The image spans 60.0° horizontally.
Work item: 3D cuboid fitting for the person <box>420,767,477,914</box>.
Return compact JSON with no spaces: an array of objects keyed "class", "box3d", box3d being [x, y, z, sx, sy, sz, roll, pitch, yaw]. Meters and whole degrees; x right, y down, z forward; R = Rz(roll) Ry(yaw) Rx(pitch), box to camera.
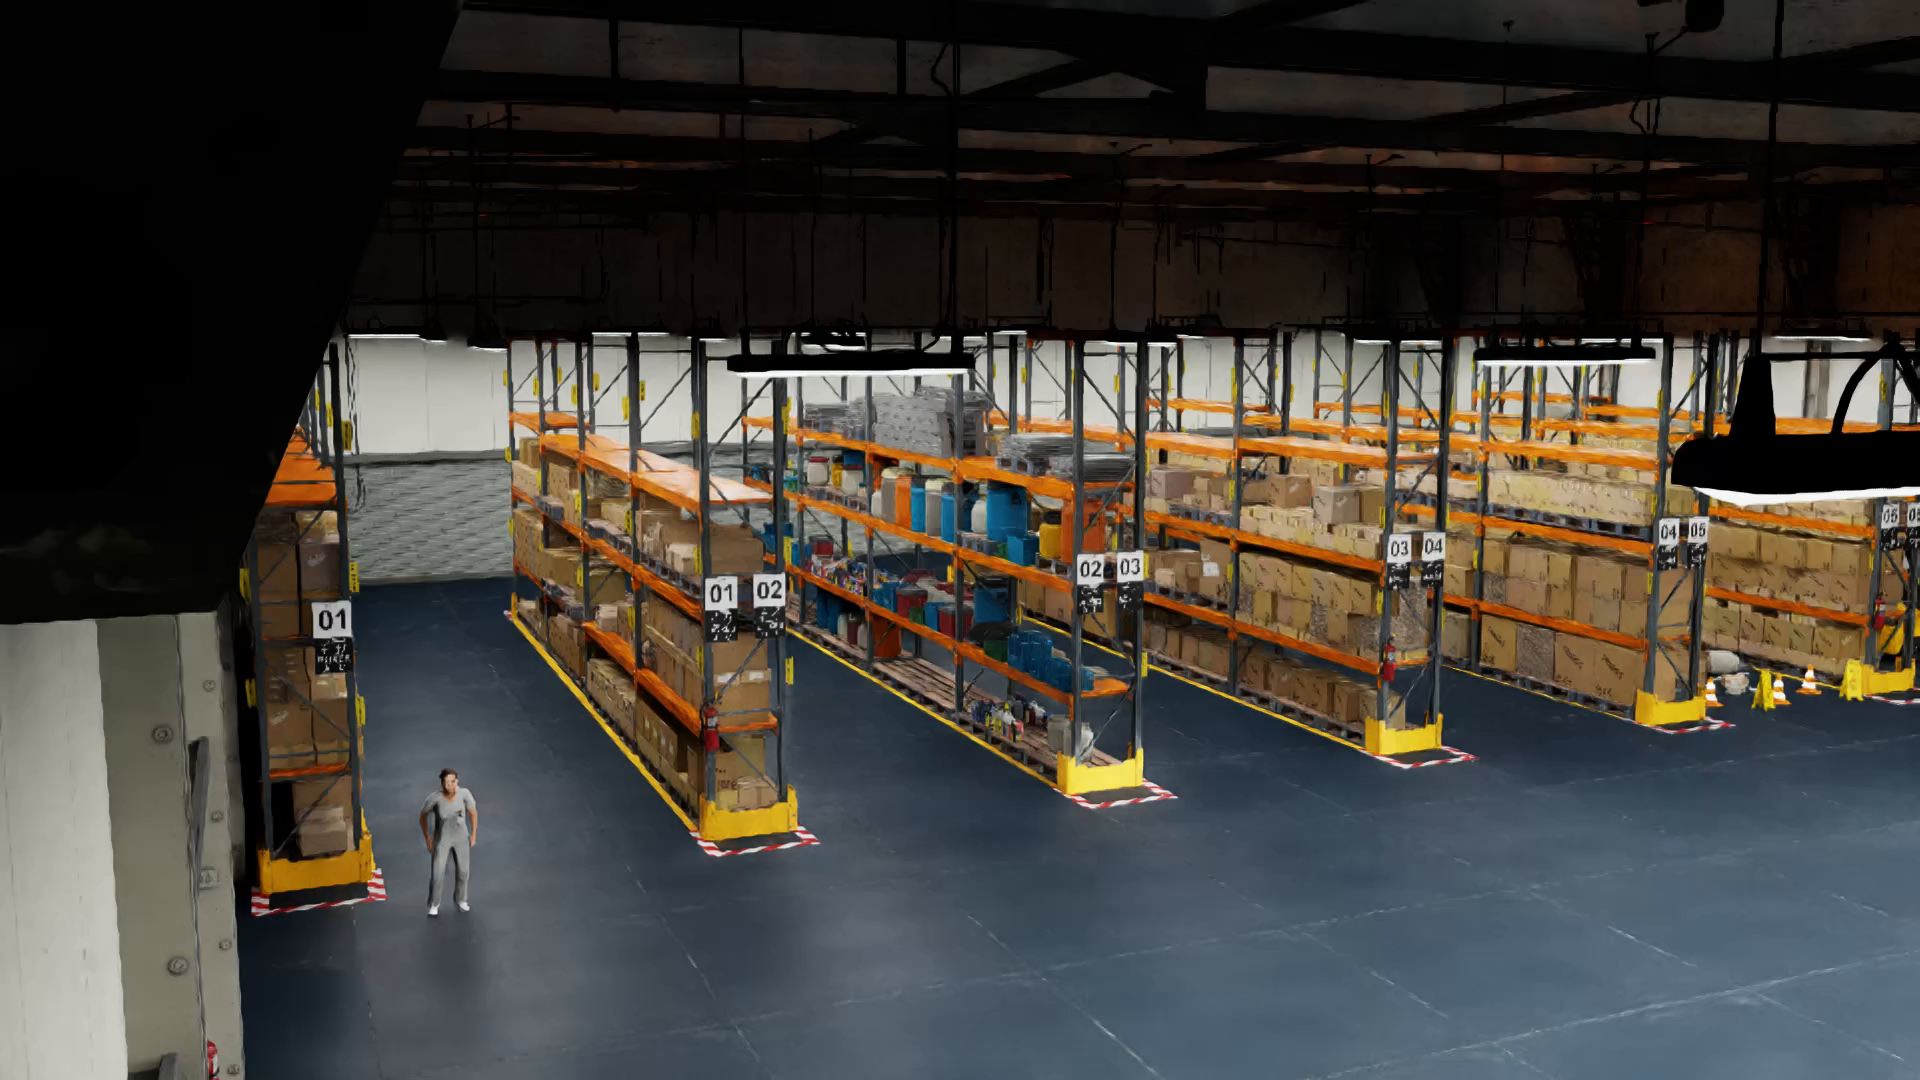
[{"class":"person","box3d":[-5.387,3.162,17.553,0.580,1.619,0.507,-4,9,-24]}]
